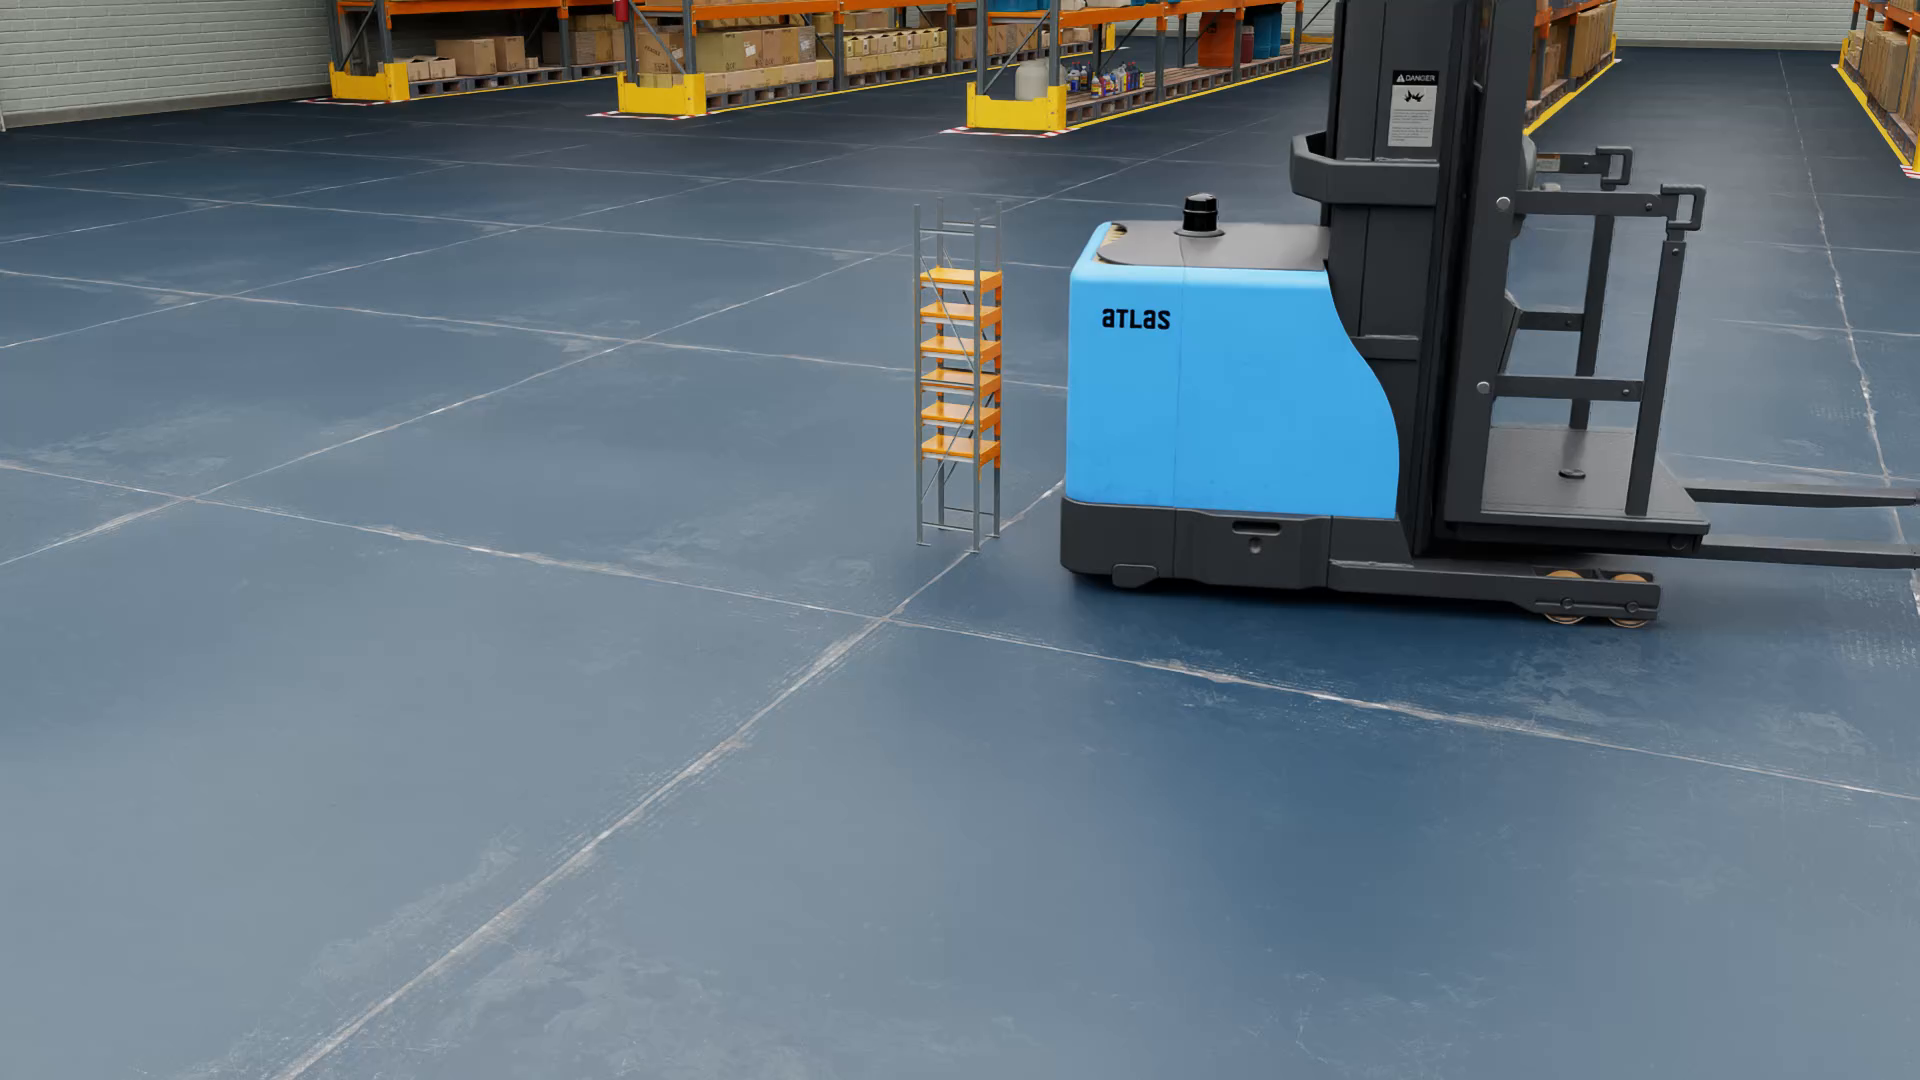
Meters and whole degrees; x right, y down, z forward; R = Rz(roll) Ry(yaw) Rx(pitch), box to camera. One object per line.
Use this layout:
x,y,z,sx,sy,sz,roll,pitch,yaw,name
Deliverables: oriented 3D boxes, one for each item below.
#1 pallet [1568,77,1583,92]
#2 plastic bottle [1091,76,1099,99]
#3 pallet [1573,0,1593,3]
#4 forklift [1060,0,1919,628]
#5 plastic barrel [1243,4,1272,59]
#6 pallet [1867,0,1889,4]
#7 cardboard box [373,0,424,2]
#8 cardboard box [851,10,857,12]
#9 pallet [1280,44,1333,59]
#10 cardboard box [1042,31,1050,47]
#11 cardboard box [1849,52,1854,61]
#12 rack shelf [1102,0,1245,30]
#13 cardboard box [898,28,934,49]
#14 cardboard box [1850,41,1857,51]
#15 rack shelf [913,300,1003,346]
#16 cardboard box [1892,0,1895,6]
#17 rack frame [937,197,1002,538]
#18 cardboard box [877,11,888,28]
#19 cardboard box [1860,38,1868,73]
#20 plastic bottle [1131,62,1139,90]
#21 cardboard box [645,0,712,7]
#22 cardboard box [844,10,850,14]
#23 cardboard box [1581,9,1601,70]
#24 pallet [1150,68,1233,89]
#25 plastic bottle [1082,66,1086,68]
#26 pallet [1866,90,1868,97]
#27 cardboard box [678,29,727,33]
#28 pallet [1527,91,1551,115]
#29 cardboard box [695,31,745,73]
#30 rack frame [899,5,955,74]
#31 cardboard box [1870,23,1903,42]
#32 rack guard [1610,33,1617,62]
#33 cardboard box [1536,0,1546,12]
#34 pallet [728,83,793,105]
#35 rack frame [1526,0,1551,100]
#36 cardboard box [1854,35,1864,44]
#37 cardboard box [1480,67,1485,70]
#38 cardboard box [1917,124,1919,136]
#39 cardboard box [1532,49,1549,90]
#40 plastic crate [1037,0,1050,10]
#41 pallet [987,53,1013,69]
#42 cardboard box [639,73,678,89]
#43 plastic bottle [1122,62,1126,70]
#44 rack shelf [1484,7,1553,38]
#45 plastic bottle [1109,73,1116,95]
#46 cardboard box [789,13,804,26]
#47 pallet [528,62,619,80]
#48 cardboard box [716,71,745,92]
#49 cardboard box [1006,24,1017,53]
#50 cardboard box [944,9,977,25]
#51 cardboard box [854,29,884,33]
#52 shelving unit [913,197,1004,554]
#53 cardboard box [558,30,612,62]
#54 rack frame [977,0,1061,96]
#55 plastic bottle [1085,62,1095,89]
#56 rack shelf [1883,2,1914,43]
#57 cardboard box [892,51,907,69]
8.862,-6.959,25.222,1.003,0.211,1.213,9,21,23,pallet
1.703,-5.710,20.963,0.097,0.271,0.097,0,20,0,plastic bottle
8.276,-7.720,23.485,1.213,0.211,1.003,9,21,23,pallet
1.898,-1.297,5.243,3.031,2.935,1.130,3,20,9,forklift
5.062,-8.774,28.667,0.600,0.901,0.708,9,21,23,plastic barrel
13.149,-7.473,22.792,1.213,0.211,1.003,9,21,23,pallet
-7.873,-7.680,23.282,0.500,0.250,0.500,8,21,21,cardboard box
-2.447,-11.459,35.850,0.380,0.149,0.250,9,21,23,cardboard box
6.855,-9.607,32.667,1.003,0.211,1.213,9,21,23,pallet
1.442,-9.665,32.024,0.500,0.311,0.500,9,21,23,cardboard box
15.192,-8.128,27.976,0.380,0.149,0.250,7,21,20,cardboard box
3.133,-7.772,24.419,1.077,0.370,4.000,9,21,23,rack shelf
-0.762,-8.216,27.234,0.500,0.311,0.500,8,21,22,cardboard box
15.394,-8.420,28.352,0.380,0.149,0.250,9,22,24,cardboard box
-0.006,-0.745,5.690,0.258,0.103,0.180,9,21,23,rack shelf
12.319,-7.122,21.369,0.500,0.500,0.500,8,21,22,cardboard box
0.032,-0.589,5.834,0.240,1.200,0.006,9,21,23,rack frame
-2.006,-11.319,36.425,0.700,0.500,0.500,9,21,23,cardboard box
14.048,-7.384,25.360,0.500,0.500,0.500,9,22,25,cardboard box
2.313,-6.222,22.285,0.144,0.351,0.185,8,21,21,plastic bottle
-3.639,-7.145,21.435,0.700,0.500,0.500,9,21,23,cardboard box
-2.528,-11.084,34.794,0.380,0.149,0.250,8,21,21,cardboard box
9.500,-7.990,26.504,1.225,0.875,0.875,8,21,21,cardboard box
3.599,-7.177,25.834,1.003,0.211,1.213,9,21,23,pallet
1.676,-6.283,22.569,0.152,0.276,0.135,9,22,25,plastic bottle
13.276,-6.256,23.244,1.003,0.211,1.213,9,21,23,pallet
-3.497,-6.725,22.761,0.500,0.500,0.500,9,21,23,cardboard box
7.150,-5.744,21.805,1.003,0.211,1.213,9,21,23,pallet
-3.216,-6.500,22.126,0.500,0.500,0.500,9,21,23,cardboard box
-0.565,-9.403,27.932,1.000,3.000,0.127,9,21,23,rack frame
13.620,-7.419,24.339,0.500,0.250,0.500,9,22,25,cardboard box
11.756,-9.318,31.423,1.175,0.500,0.348,9,21,23,rack guard
6.744,-6.360,19.751,0.380,0.149,0.250,9,21,23,cardboard box
-3.065,-6.255,23.241,1.003,0.211,1.213,9,21,23,pallet
6.833,-6.820,20.668,1.000,3.000,0.127,9,21,23,rack frame
14.968,-8.242,27.408,0.380,0.149,0.250,8,21,21,cardboard box
5.953,-5.182,19.167,0.500,0.500,0.500,11,22,28,cardboard box
9.896,-4.299,16.123,0.875,0.875,0.875,9,21,23,cardboard box
7.545,-6.348,22.417,0.700,0.500,0.500,7,21,18,cardboard box
0.879,-6.598,20.268,0.499,0.251,0.408,9,21,23,plastic crate
0.276,-8.684,30.071,1.003,0.211,1.213,9,21,23,pallet
-3.891,-6.064,22.021,0.500,0.250,0.500,9,21,23,cardboard box
2.182,-6.242,22.340,0.144,0.351,0.185,9,21,23,plastic bottle
6.014,-5.869,19.070,1.077,0.370,4.000,9,21,23,rack shelf
1.967,-5.907,21.517,0.097,0.271,0.097,0,20,0,plastic bottle
-3.596,-10.273,32.959,0.750,0.750,0.750,9,21,23,cardboard box
-6.407,-7.783,27.539,1.003,0.211,1.213,9,21,23,pallet
-3.217,-6.146,22.252,0.500,0.250,0.500,9,21,23,cardboard box
0.716,-9.162,30.328,0.500,0.500,0.500,9,21,23,cardboard box
0.038,-9.435,29.977,0.500,0.250,0.500,8,21,22,cardboard box
-1.466,-8.132,26.999,0.500,0.311,0.500,8,21,21,cardboard box
-0.006,-0.561,5.755,0.258,1.200,0.189,9,21,23,shelving unit
-6.272,-8.280,27.849,0.700,0.500,0.500,8,21,22,cardboard box
0.676,-6.277,19.141,1.000,3.000,0.127,9,21,23,rack frame
1.736,-6.249,22.360,0.144,0.351,0.185,9,21,23,plastic bottle
12.135,-6.381,20.507,1.077,0.370,4.000,9,21,23,rack shelf
-1.183,-7.642,26.457,0.500,0.250,0.500,9,21,24,cardboard box
